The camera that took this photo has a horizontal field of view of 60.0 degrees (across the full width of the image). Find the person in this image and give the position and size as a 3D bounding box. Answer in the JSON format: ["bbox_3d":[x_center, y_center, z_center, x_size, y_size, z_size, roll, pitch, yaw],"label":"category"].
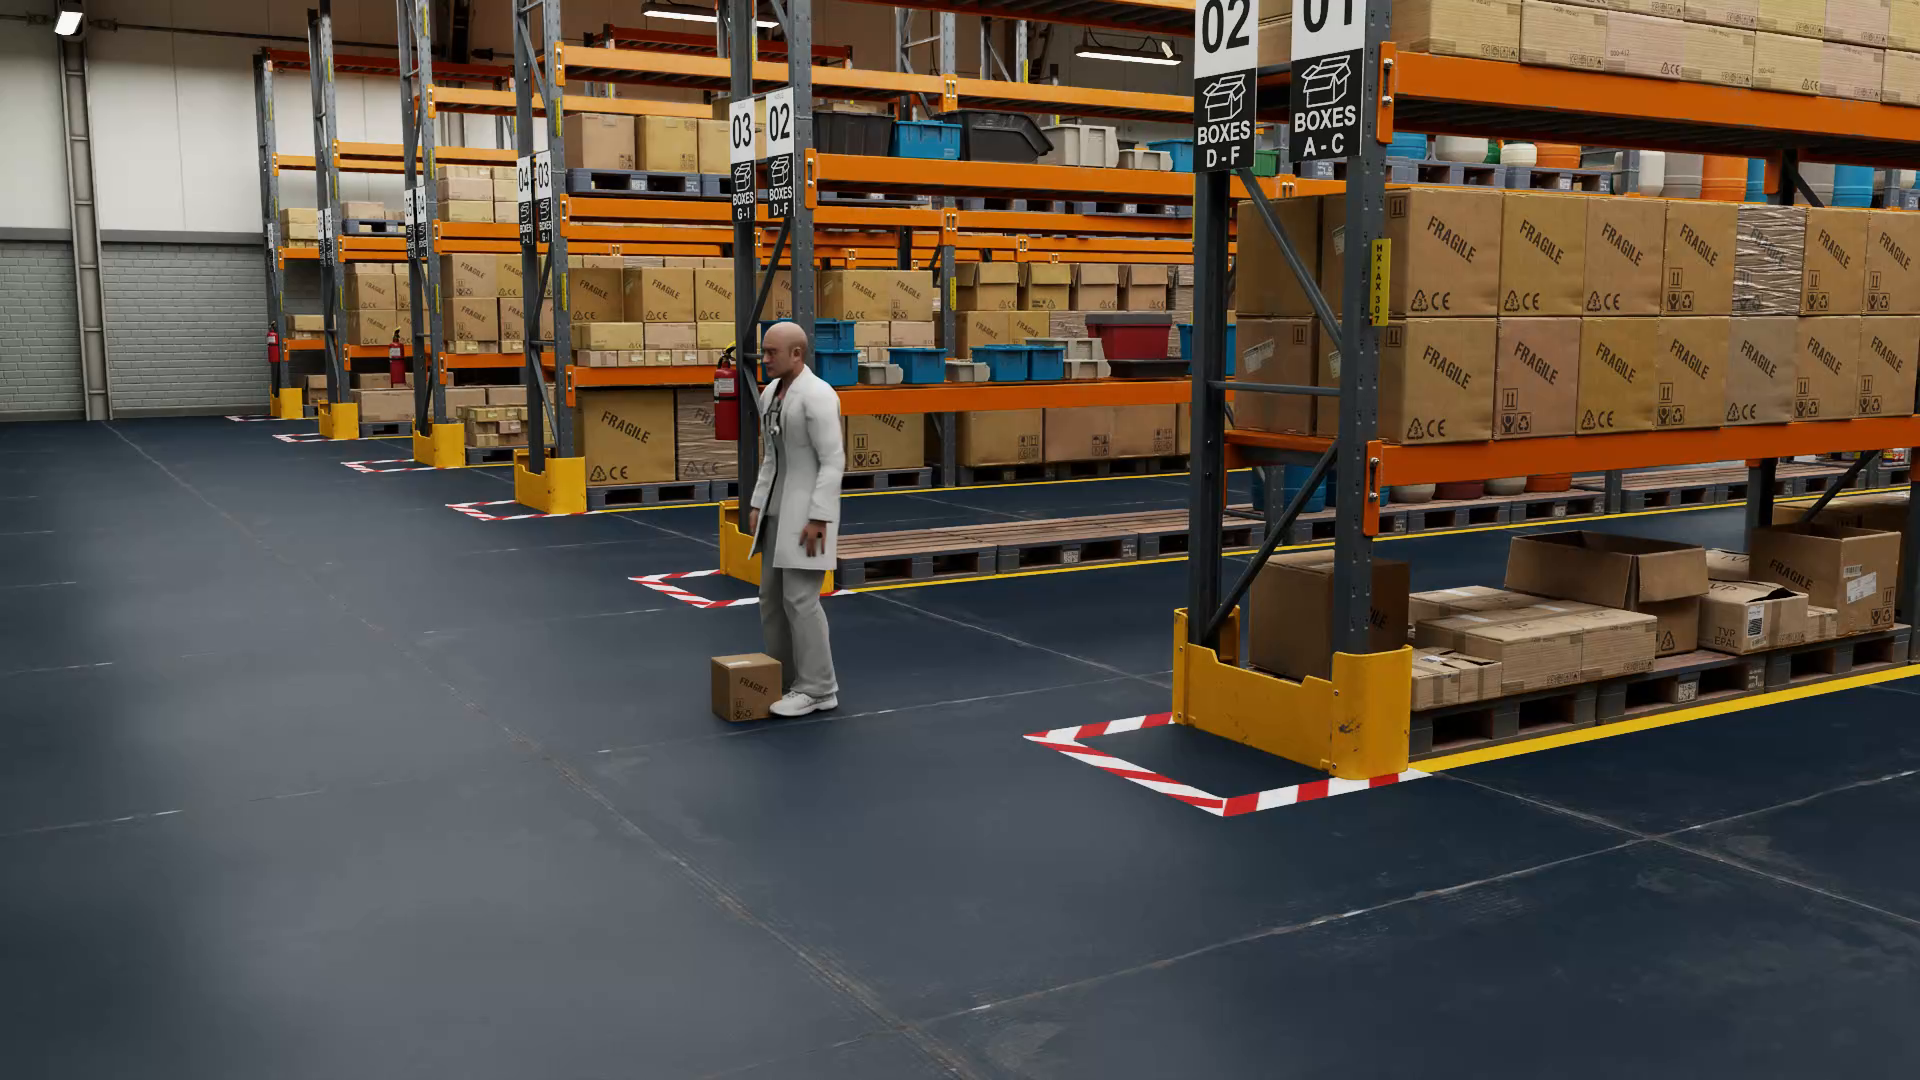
[{"bbox_3d":[-0.755,-0.102,7.598,0.420,1.775,0.654,-5,10,-34],"label":"person"}]
